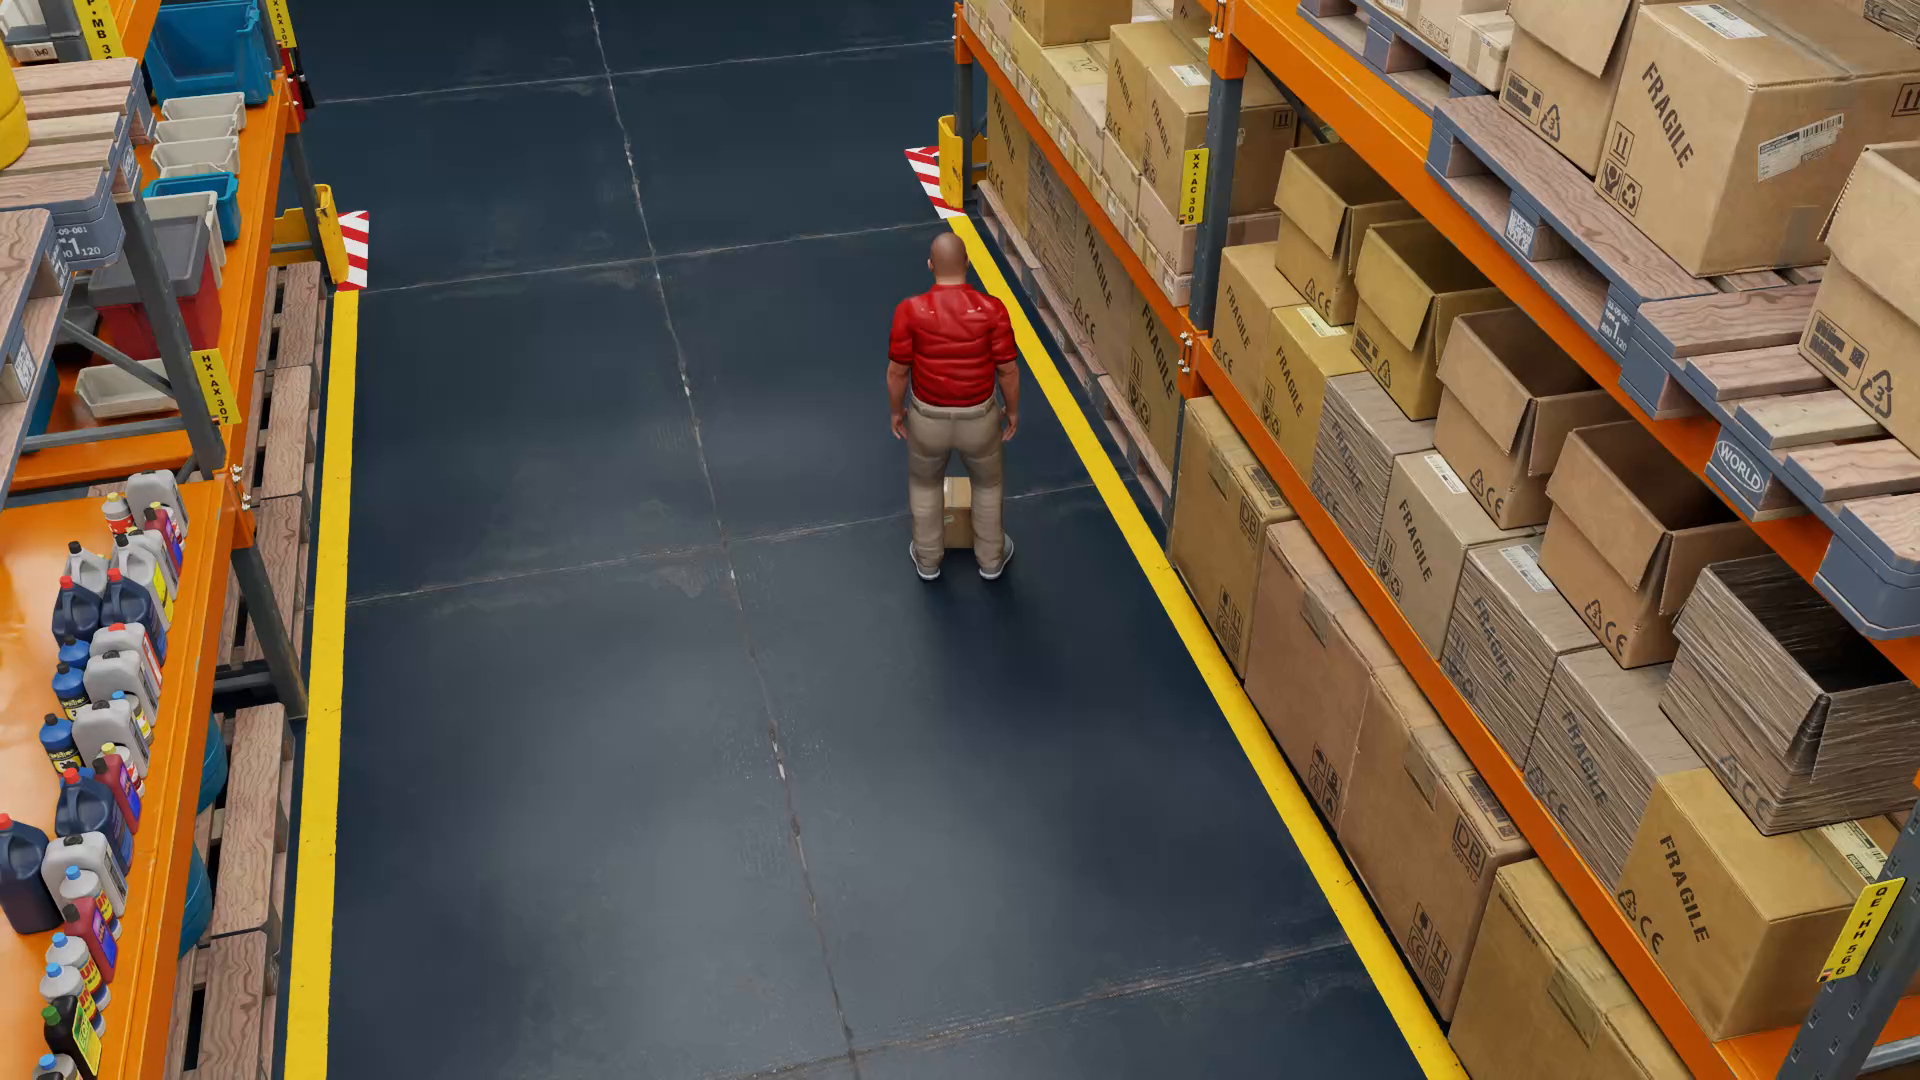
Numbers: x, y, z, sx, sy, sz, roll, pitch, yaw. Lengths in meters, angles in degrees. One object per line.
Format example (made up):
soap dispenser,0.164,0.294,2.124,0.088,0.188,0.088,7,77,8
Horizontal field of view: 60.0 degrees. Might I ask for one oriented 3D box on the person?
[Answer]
person,-0.027,-0.561,7.445,0.585,1.726,0.396,0,38,1
